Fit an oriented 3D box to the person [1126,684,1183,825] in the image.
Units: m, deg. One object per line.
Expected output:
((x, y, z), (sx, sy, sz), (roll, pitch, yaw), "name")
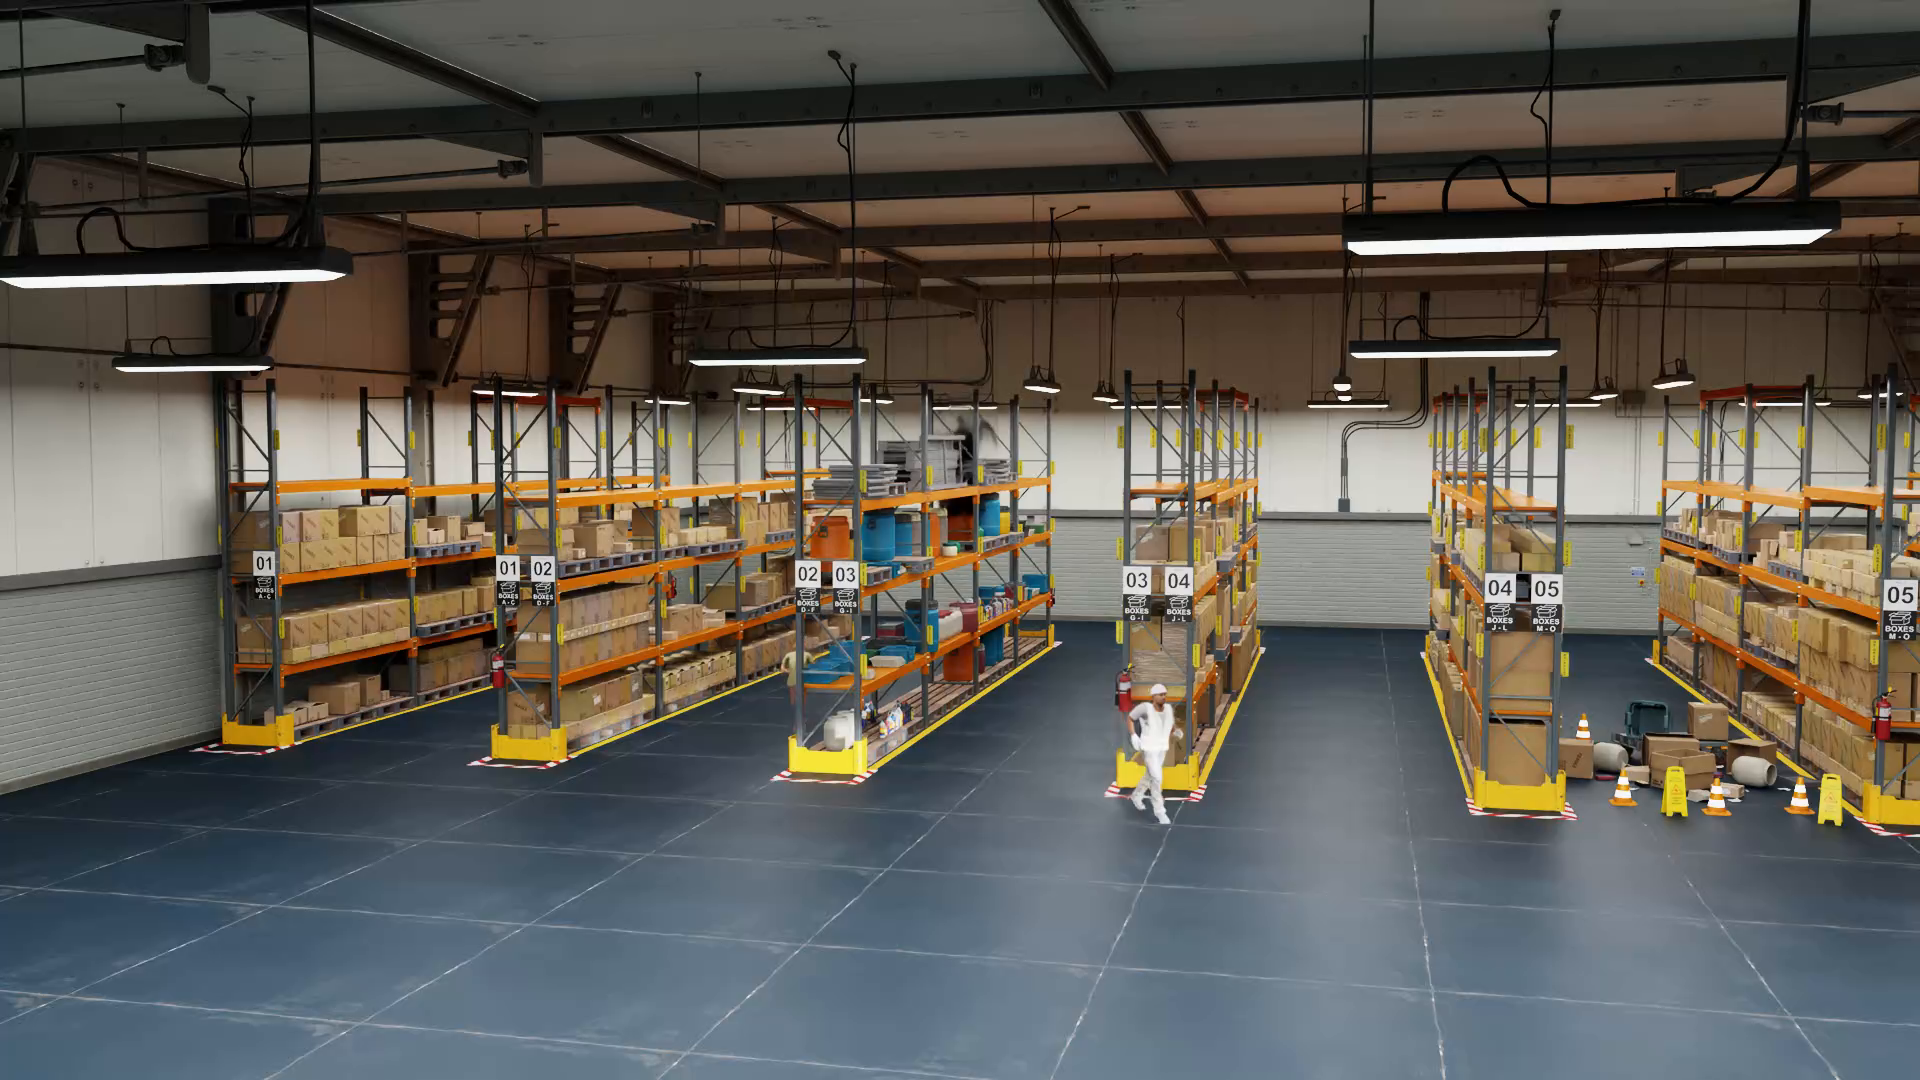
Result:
((2.557, 2.796, 22.050), (0.614, 1.823, 0.935), (-2, 4, -36), "person")

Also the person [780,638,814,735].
((-2.755, 2.481, 28.116), (0.560, 1.683, 0.898), (0, 3, 4), "person")
